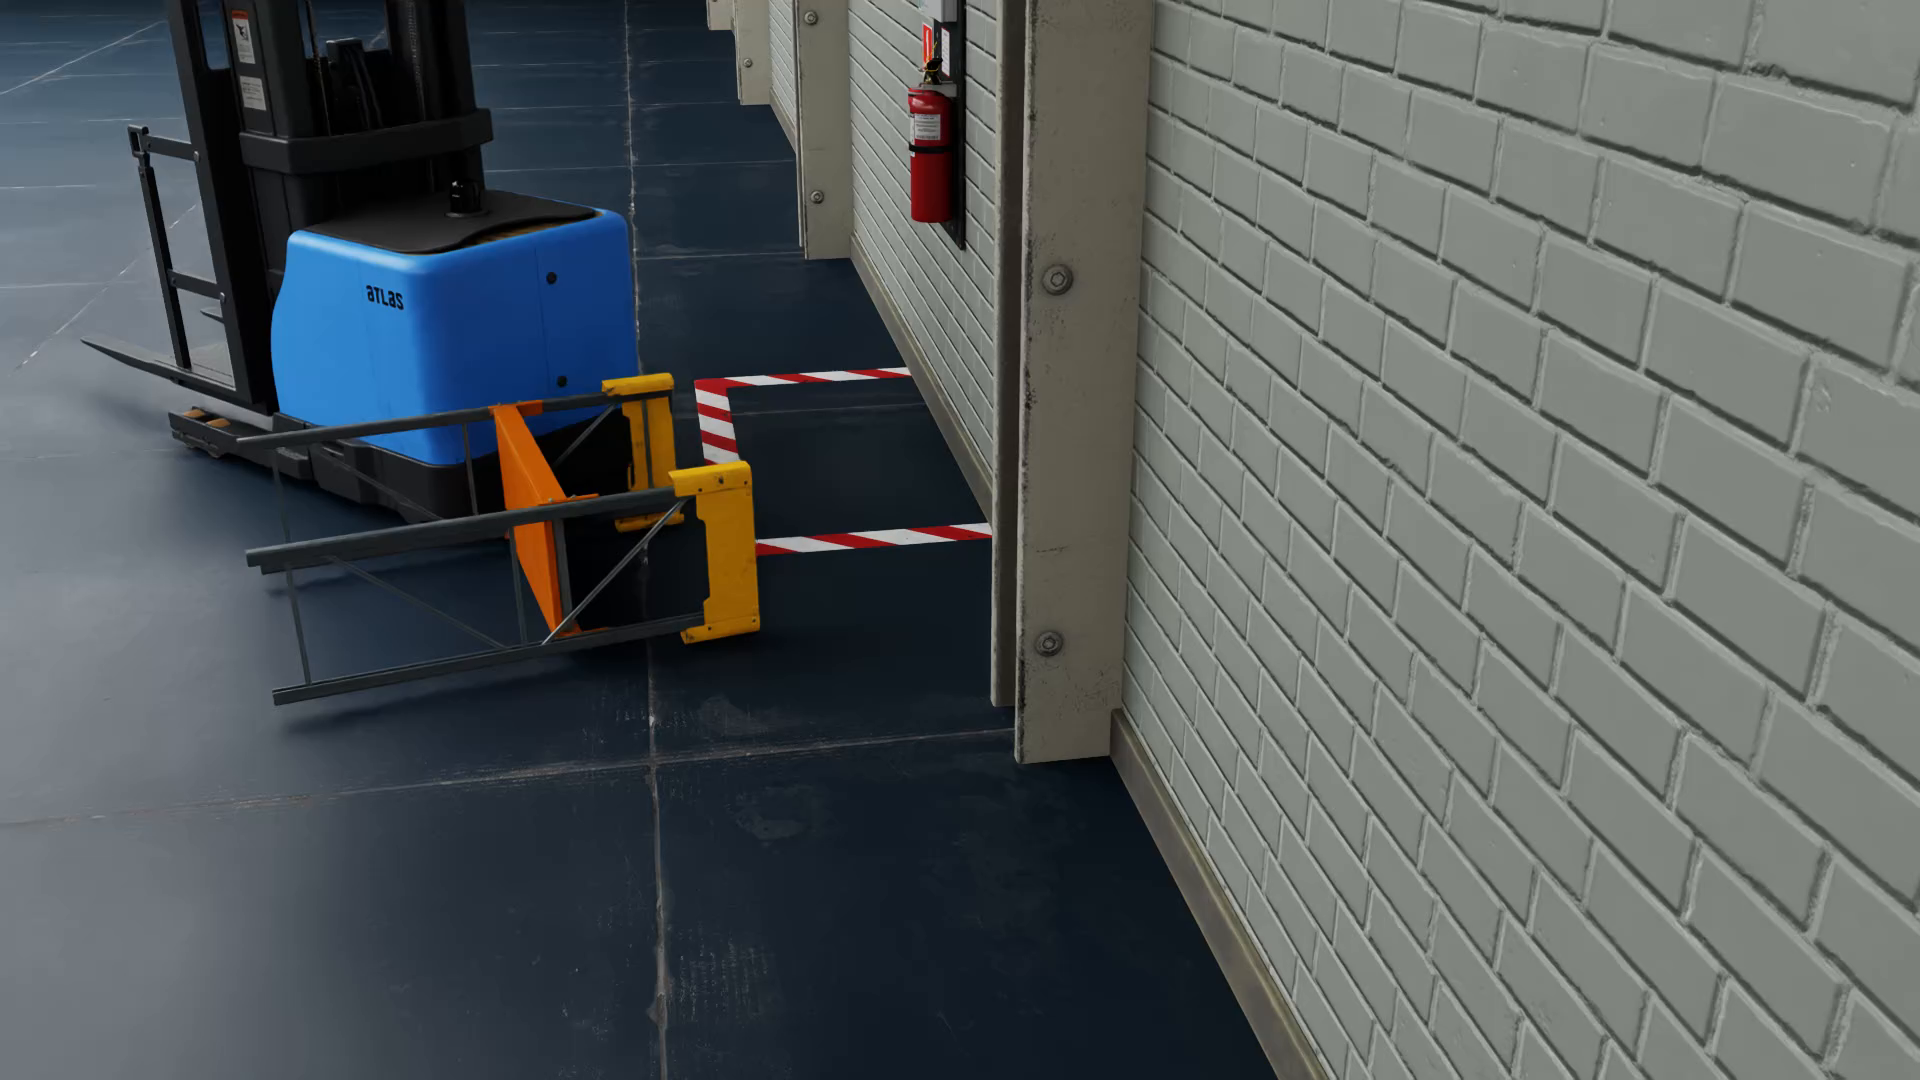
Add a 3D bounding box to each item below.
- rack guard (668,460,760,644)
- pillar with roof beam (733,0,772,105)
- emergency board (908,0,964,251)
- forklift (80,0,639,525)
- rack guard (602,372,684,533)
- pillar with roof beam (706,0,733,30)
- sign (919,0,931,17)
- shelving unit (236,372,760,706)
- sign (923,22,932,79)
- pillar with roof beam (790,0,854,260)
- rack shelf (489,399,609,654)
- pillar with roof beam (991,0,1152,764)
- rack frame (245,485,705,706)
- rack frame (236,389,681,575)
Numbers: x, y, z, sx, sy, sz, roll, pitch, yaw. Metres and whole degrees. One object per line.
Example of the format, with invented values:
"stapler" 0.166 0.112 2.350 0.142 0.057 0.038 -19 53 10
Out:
"rack guard" -0.793 0.043 5.382 0.250 0.587 0.087 -10 25 -21
"pillar with roof beam" -6.168 -7.971 13.258 9.100 9.000 0.400 -4 24 -10
"emergency board" -0.138 -1.795 6.613 0.194 1.169 0.643 -4 24 -10
"forklift" -2.769 -1.840 6.801 3.031 2.935 1.130 17 29 34
"rack guard" -1.183 -0.324 6.222 0.250 0.587 0.087 -10 25 -21
"pillar with roof beam" -7.277 -10.331 18.661 9.100 9.000 0.400 -4 24 -10
"sign" -0.146 -2.277 7.009 0.001 0.109 0.331 -4 24 -10
"shelving unit" -1.563 -0.041 5.578 1.500 0.587 1.083 -10 25 -21
"sign" -0.138 -2.037 7.121 0.001 0.329 0.234 -4 24 -10
"pillar with roof beam" -5.058 -5.611 7.854 9.100 9.000 0.400 -4 24 -10
"rack shelf" -1.401 -0.073 5.650 0.185 0.538 1.000 -10 25 -21
"pillar with roof beam" -3.949 -3.251 2.451 9.100 9.000 0.400 -4 24 -10
"rack frame" -1.367 0.143 5.157 1.500 0.500 0.032 -10 25 -21
"rack frame" -1.766 -0.231 6.015 1.500 0.500 0.032 -10 25 -21
